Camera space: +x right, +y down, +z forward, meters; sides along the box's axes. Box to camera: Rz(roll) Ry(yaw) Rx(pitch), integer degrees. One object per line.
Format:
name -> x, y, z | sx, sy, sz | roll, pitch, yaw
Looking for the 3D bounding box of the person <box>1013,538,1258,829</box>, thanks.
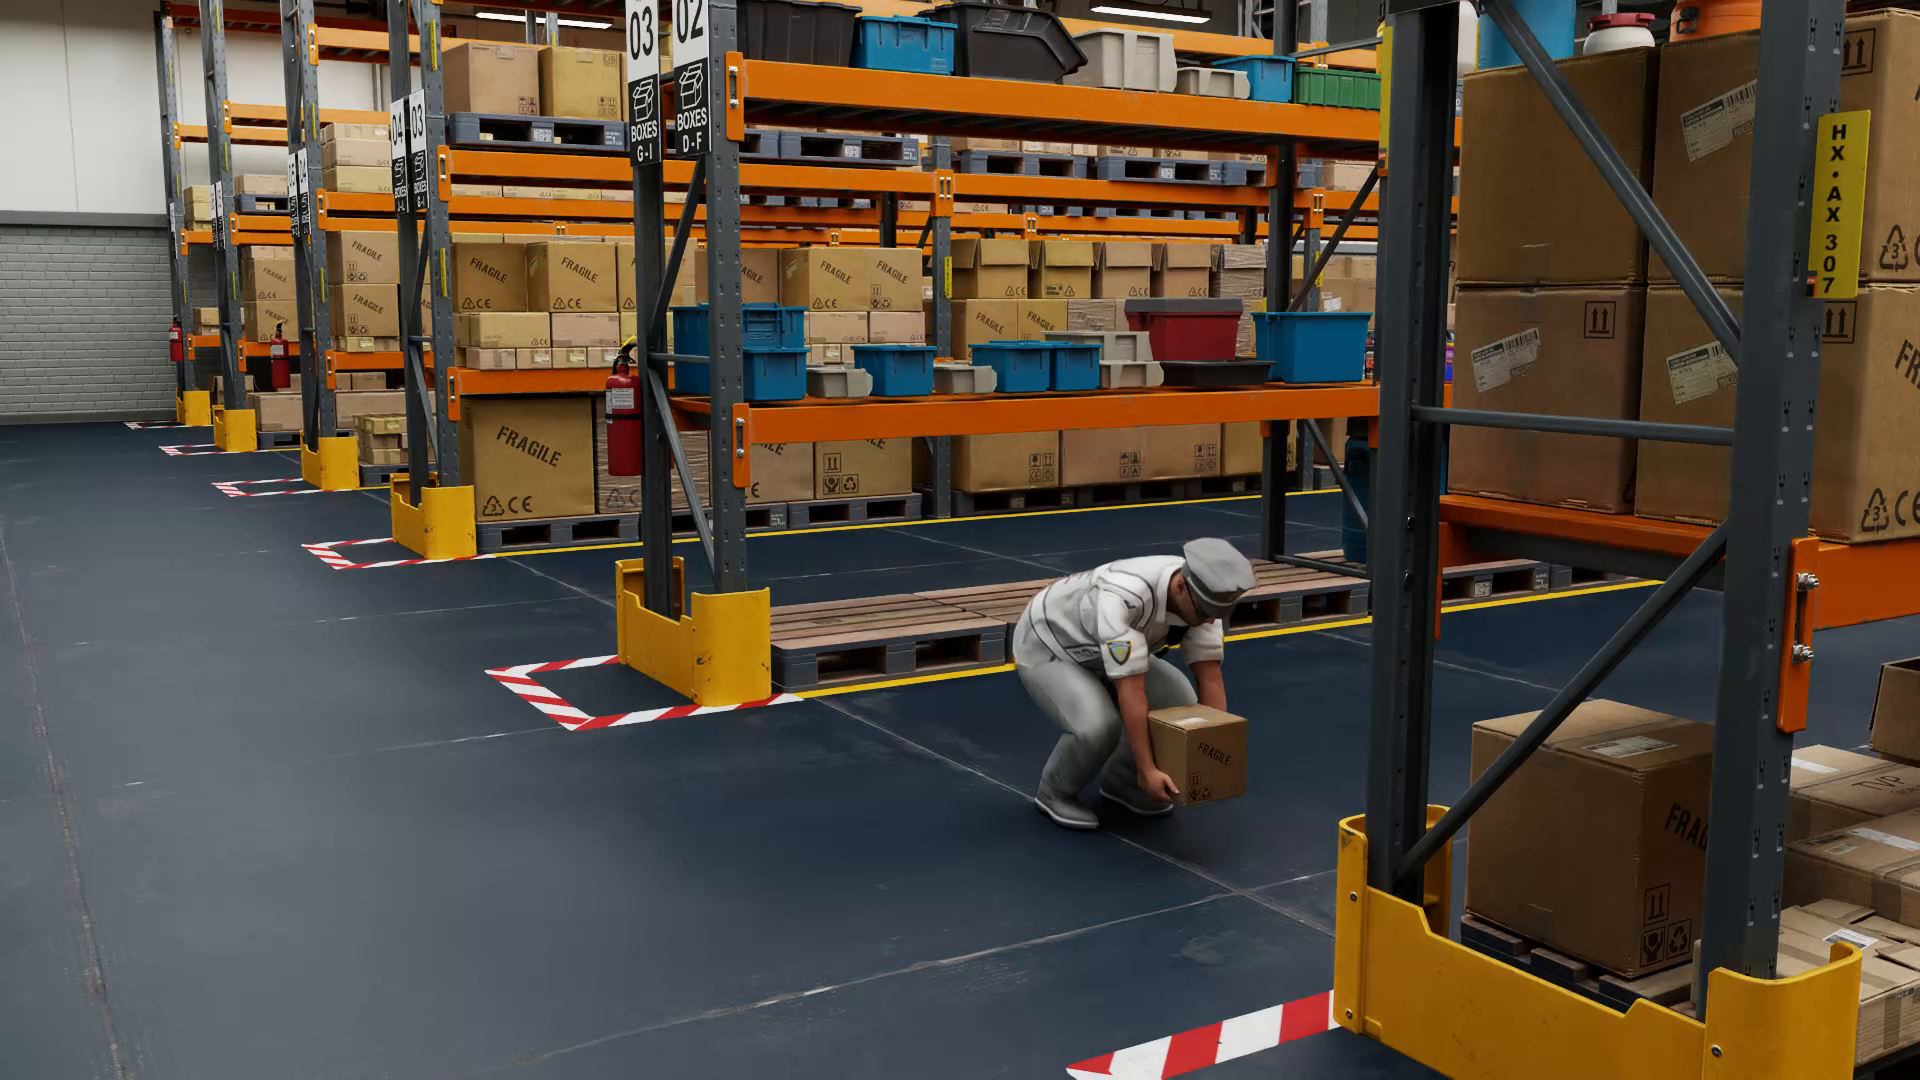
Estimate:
person -> 0.579, 0.469, 5.614 | 0.531, 1.027, 0.968 | -5, 10, -32
